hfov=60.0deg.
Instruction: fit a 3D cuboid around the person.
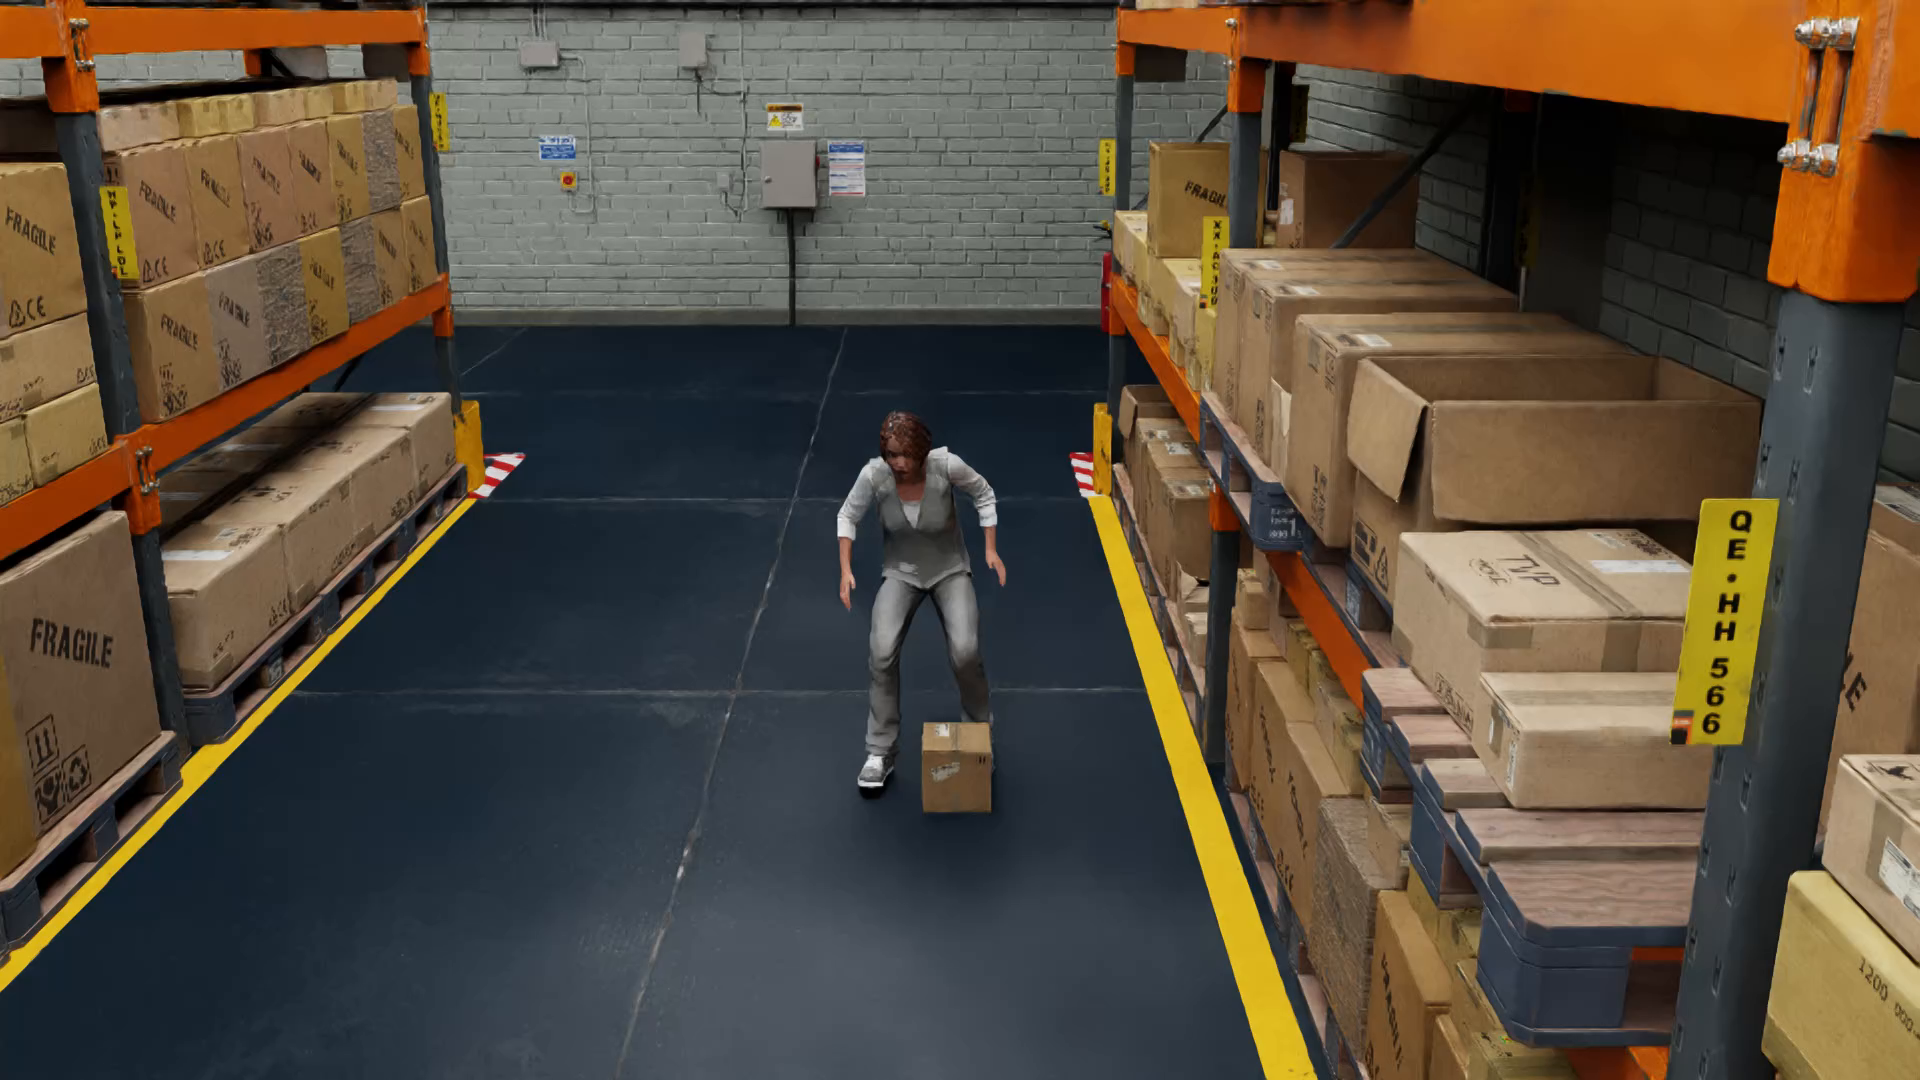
[{"bbox_3d":[-0.159,0.198,6.271,0.656,1.419,0.687,1,17,5],"label":"person"}]
